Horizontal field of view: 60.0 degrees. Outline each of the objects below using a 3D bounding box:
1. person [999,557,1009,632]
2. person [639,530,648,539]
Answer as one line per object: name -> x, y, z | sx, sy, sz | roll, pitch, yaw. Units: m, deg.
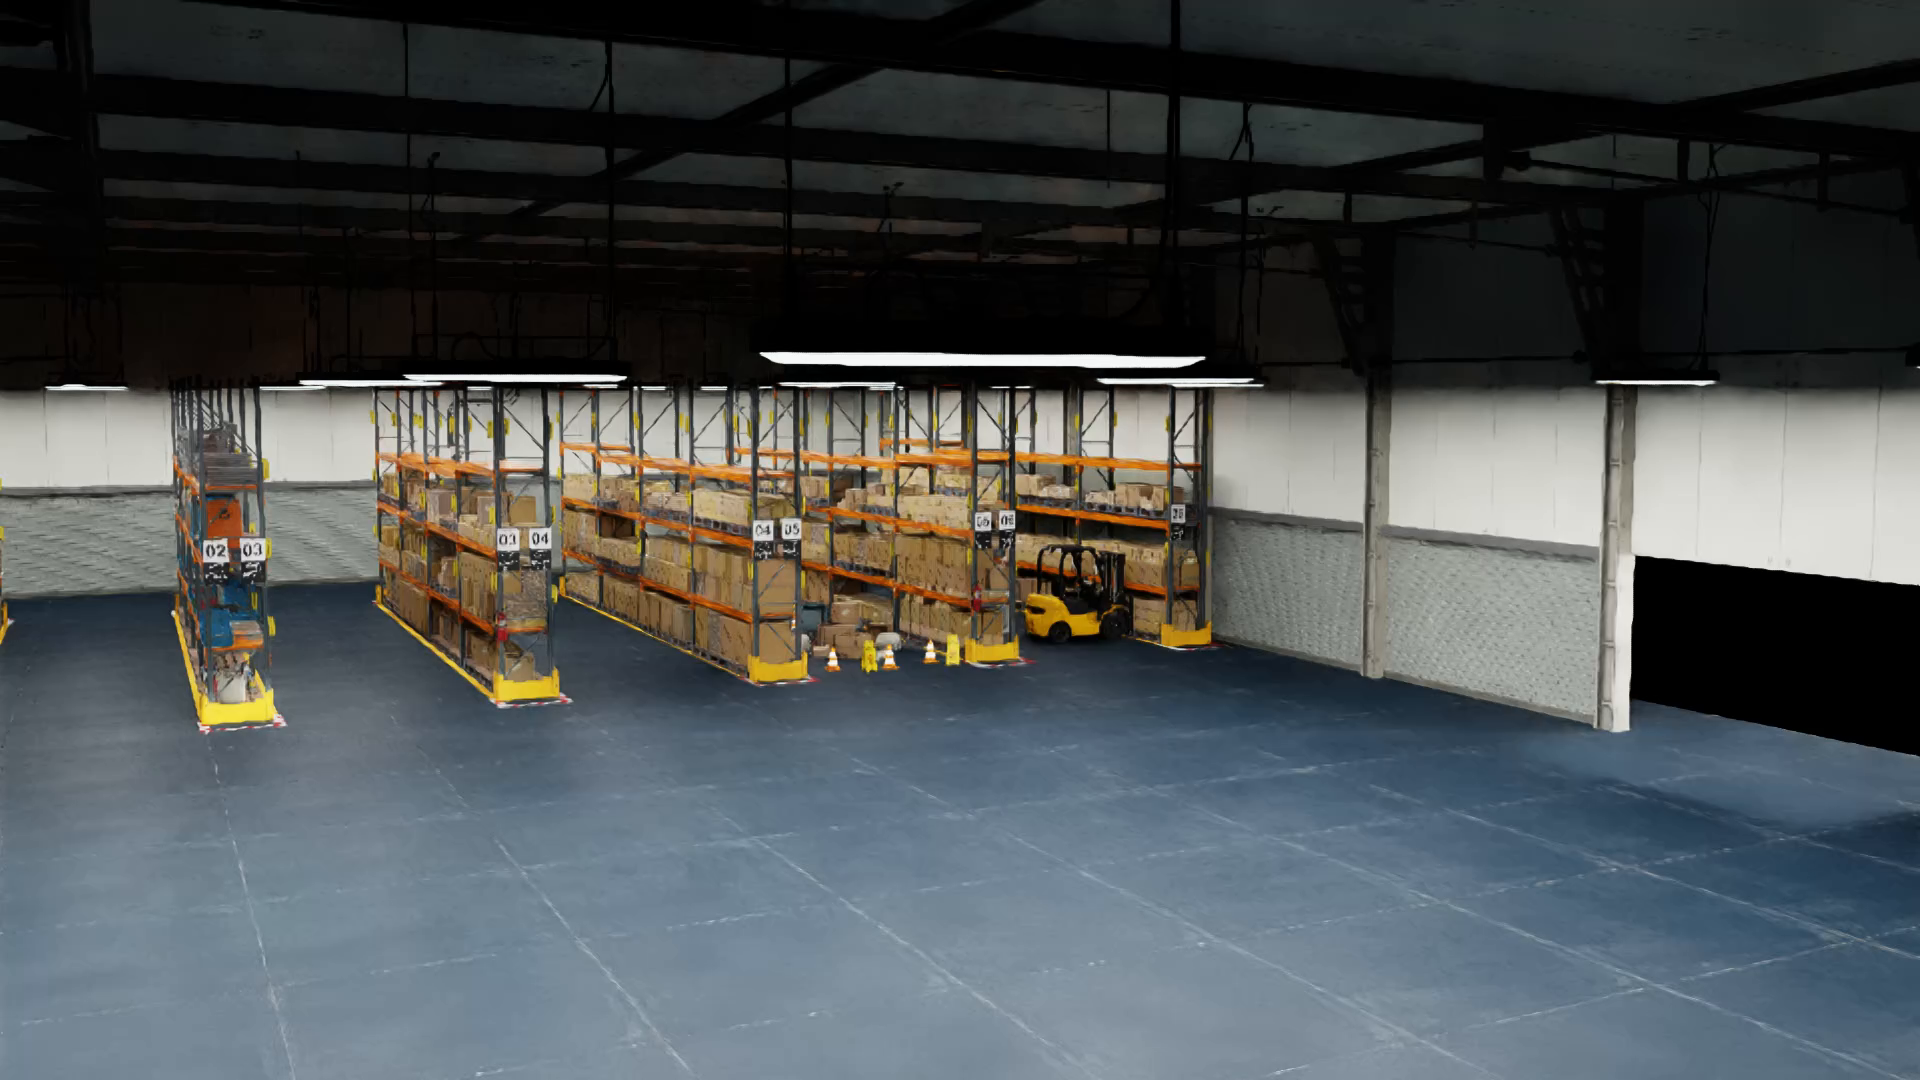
person -> 1.016, 1.294, 39.654 | 0.549, 1.781, 0.626 | 0, 5, 2
person -> -9.320, 0.539, 48.976 | 0.576, 1.659, 0.619 | 5, 7, 45
